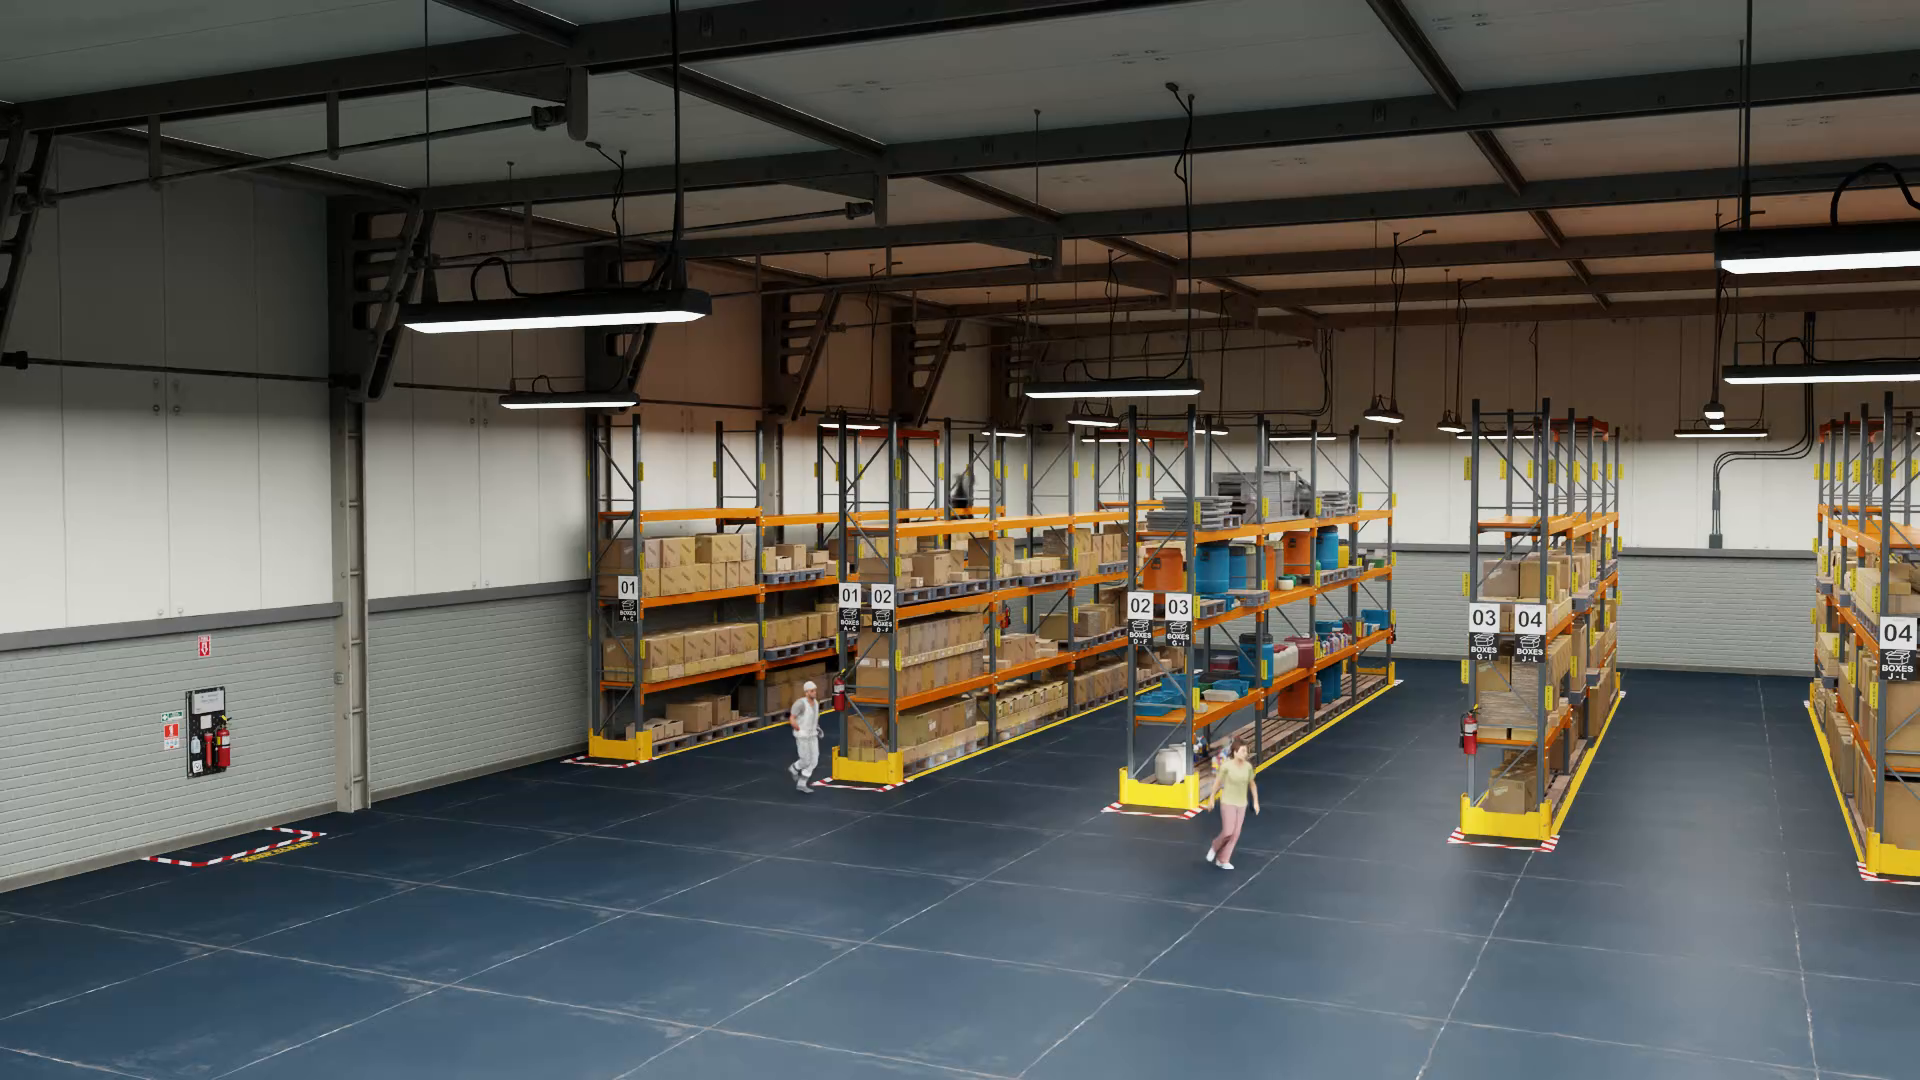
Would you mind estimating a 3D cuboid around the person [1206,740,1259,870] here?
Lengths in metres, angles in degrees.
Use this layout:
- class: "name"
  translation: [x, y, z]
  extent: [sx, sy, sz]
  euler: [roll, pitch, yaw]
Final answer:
- class: "person"
  translation: [3.419, 3.321, 20.878]
  extent: [0.580, 1.639, 0.515]
  euler: [-1, 2, -20]

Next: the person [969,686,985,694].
- class: "person"
  translation: [0.379, 2.850, 34.958]
  extent: [0.611, 1.471, 0.994]
  euler: [2, 3, 35]

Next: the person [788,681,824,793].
- class: "person"
  translation: [-2.475, 3.071, 26.080]
  extent: [0.630, 1.736, 0.649]
  euler: [2, 3, 43]
